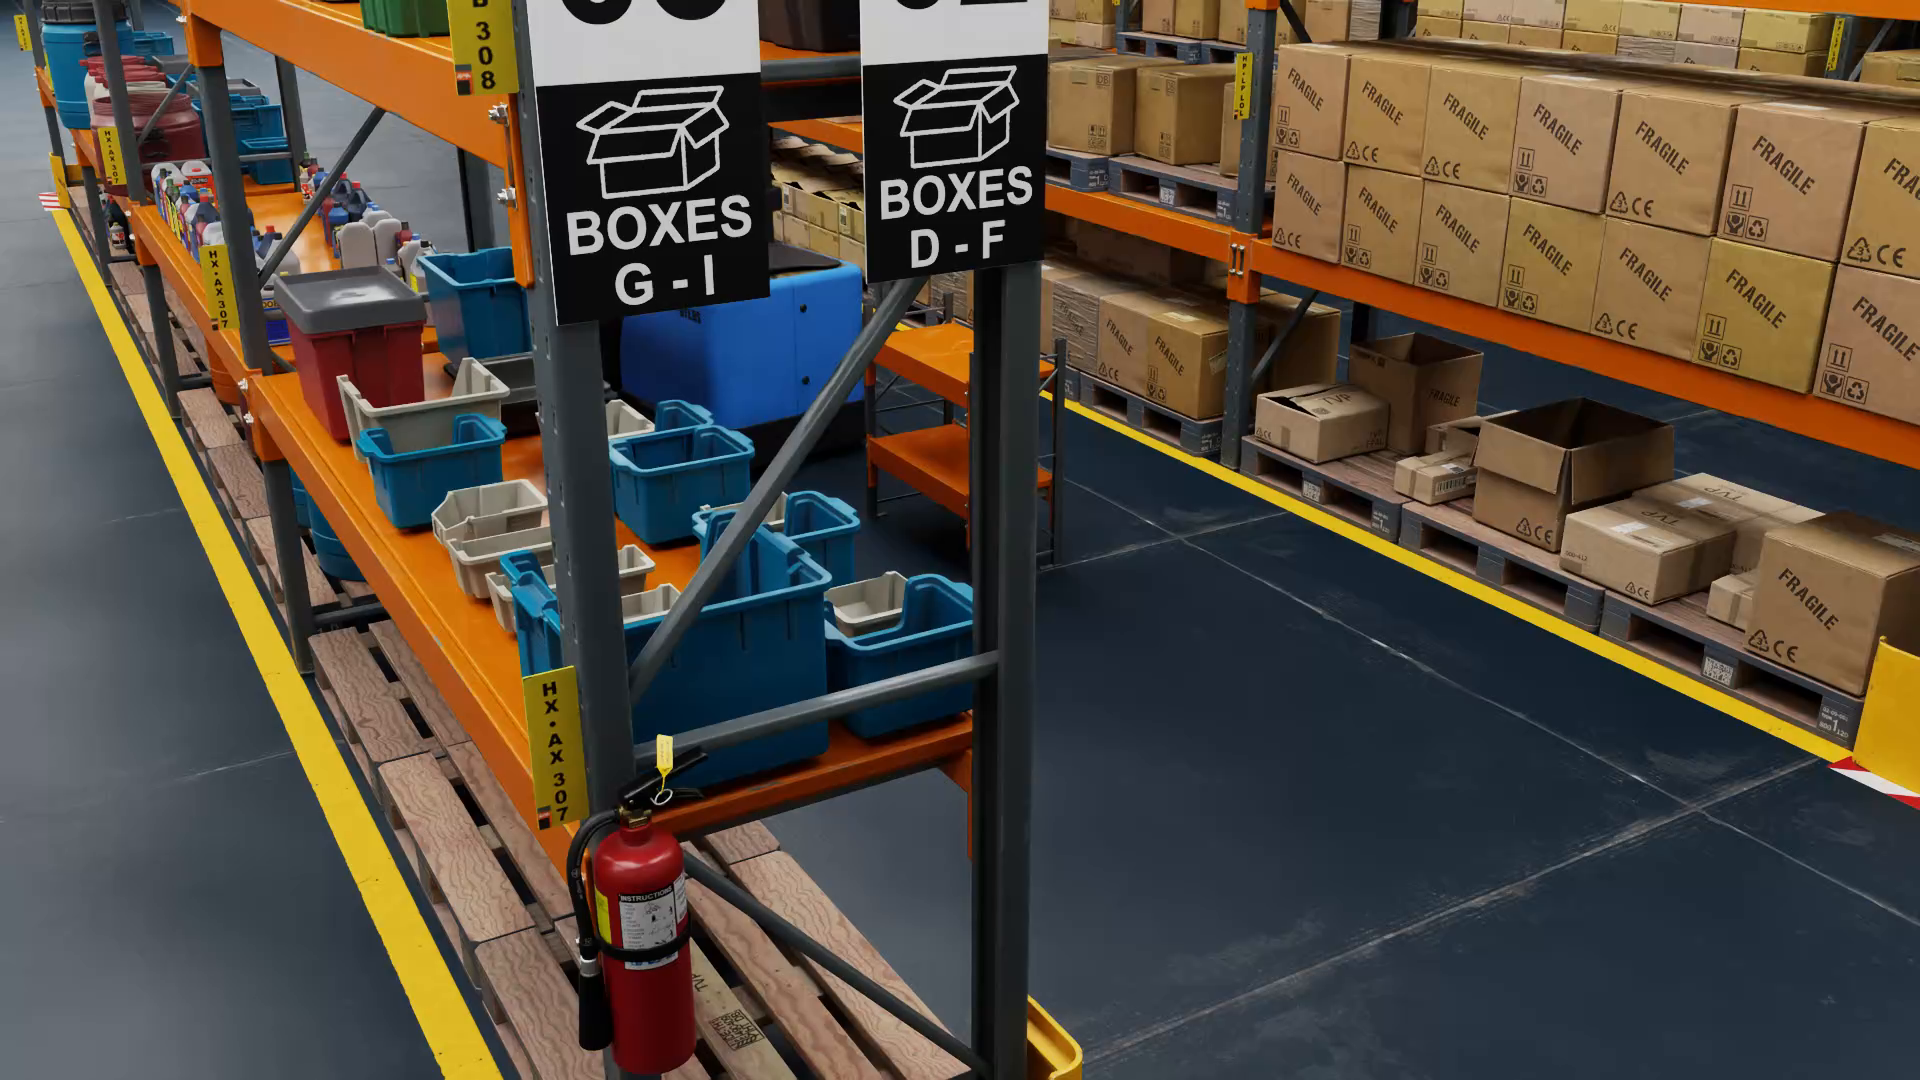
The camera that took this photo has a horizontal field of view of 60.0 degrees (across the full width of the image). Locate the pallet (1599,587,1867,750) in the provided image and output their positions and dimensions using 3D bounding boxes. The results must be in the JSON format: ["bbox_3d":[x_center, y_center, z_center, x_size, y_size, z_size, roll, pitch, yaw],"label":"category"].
[{"bbox_3d":[3.516,0.417,7.005,1.003,0.211,1.213,-13,25,-28],"label":"pallet"}]

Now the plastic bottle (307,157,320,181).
[{"bbox_3d":[-3.692,-2.053,9.533,0.061,0.283,0.133,-13,25,-28],"label":"plastic bottle"}]

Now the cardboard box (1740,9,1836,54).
[{"bbox_3d":[5.718,-3.484,11.348,0.500,0.250,0.500,-12,25,-27],"label":"cardboard box"}]

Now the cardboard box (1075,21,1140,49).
[{"bbox_3d":[1.588,-5.465,17.947,0.500,0.250,0.500,-13,25,-28],"label":"cardboard box"}]

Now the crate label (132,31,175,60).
[{"bbox_3d":[-7.297,-4.292,14.842,0.502,0.435,0.616,-13,25,-28],"label":"crate label"}]

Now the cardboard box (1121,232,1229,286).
[{"bbox_3d":[1.372,-1.807,10.514,0.500,0.250,0.500,-13,25,-28],"label":"cardboard box"}]

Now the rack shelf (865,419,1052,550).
[{"bbox_3d":[0.003,-0.292,8.186,0.538,0.278,1.000,-13,25,-28],"label":"rack shelf"}]

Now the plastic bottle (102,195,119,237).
[{"bbox_3d":[-7.101,-2.717,13.946,0.144,0.351,0.185,-14,26,-31],"label":"plastic bottle"}]

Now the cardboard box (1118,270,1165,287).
[{"bbox_3d":[1.352,-1.470,10.680,0.500,0.500,0.500,-12,25,-28],"label":"cardboard box"}]

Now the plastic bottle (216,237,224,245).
[{"bbox_3d":[-3.264,-1.225,7.506,0.152,0.276,0.135,-13,25,-28],"label":"plastic bottle"}]

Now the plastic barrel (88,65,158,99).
[{"bbox_3d":[-5.752,-2.999,11.525,0.433,0.535,0.433,0,22,0],"label":"plastic barrel"}]

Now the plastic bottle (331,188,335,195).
[{"bbox_3d":[-3.400,-1.816,9.060,0.097,0.201,0.097,0,22,0],"label":"plastic bottle"}]

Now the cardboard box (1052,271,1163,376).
[{"bbox_3d":[0.921,-1.361,10.413,0.500,0.500,0.500,-12,25,-28],"label":"cardboard box"}]

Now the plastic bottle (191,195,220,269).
[{"bbox_3d":[-3.654,-1.504,8.093,0.144,0.351,0.185,-13,25,-28],"label":"plastic bottle"}]

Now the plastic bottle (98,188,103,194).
[{"bbox_3d":[-7.586,-2.970,14.673,0.097,0.271,0.097,0,22,0],"label":"plastic bottle"}]

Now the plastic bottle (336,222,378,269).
[{"bbox_3d":[-2.853,-1.371,7.867,0.152,0.276,0.135,-13,25,-28],"label":"plastic bottle"}]

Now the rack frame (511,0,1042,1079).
[{"bbox_3d":[-0.300,0.360,3.442,0.949,2.616,0.053,-13,25,-28],"label":"rack frame"}]

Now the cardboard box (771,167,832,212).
[{"bbox_3d":[-1.383,-2.978,14.004,0.500,0.311,0.500,-12,25,-27],"label":"cardboard box"}]

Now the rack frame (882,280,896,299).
[{"bbox_3d":[-0.123,-3.182,12.156,1.000,3.000,0.127,-13,25,-28],"label":"rack frame"}]

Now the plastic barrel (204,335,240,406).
[{"bbox_3d":[-4.119,-1.264,9.763,0.600,0.830,0.708,-13,25,-28],"label":"plastic barrel"}]

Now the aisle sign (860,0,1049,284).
[{"bbox_3d":[-0.005,-0.879,3.037,0.394,0.787,0.004,-13,25,-28],"label":"aisle sign"}]

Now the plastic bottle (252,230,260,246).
[{"bbox_3d":[-3.235,-1.296,7.688,0.097,0.271,0.097,0,22,0],"label":"plastic bottle"}]

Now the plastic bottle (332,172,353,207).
[{"bbox_3d":[-3.181,-1.729,8.647,0.144,0.351,0.185,-13,25,-28],"label":"plastic bottle"}]

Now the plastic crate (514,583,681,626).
[{"bbox_3d":[-0.869,0.225,4.046,0.396,0.136,0.243,-13,25,-28],"label":"plastic crate"}]

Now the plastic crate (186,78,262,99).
[{"bbox_3d":[-4.946,-2.842,11.234,0.402,0.464,0.583,-13,25,-28],"label":"plastic crate"}]

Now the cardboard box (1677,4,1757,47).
[{"bbox_3d":[5.465,-3.651,11.760,0.500,0.250,0.500,-12,25,-27],"label":"cardboard box"}]

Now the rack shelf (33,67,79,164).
[{"bbox_3d":[-7.448,-3.839,14.729,1.077,0.370,4.000,-13,25,-28],"label":"rack shelf"}]

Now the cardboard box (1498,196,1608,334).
[{"bbox_3d":[2.725,-1.224,7.206,0.500,0.500,0.500,-13,25,-29],"label":"cardboard box"}]

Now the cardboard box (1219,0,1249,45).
[{"bbox_3d":[2.963,-5.120,16.207,0.700,0.500,0.500,-9,24,-21],"label":"cardboard box"}]

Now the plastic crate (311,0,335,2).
[{"bbox_3d":[-1.566,-1.529,4.456,0.437,0.136,0.530,-13,25,-28],"label":"plastic crate"}]

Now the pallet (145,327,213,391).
[{"bbox_3d":[-4.746,-1.197,10.975,1.003,0.211,1.213,-13,25,-28],"label":"pallet"}]

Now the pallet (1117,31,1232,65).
[{"bbox_3d":[2.356,-5.066,17.047,1.003,0.211,1.213,-13,25,-28],"label":"pallet"}]

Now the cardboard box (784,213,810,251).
[{"bbox_3d":[-1.122,-2.555,13.709,0.500,0.250,0.500,-12,25,-27],"label":"cardboard box"}]

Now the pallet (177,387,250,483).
[{"bbox_3d":[-3.945,-0.691,9.732,1.003,0.211,1.213,-13,25,-28],"label":"pallet"}]

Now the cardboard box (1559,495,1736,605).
[{"bbox_3d":[3.014,0.036,7.307,0.500,0.250,0.500,-13,25,-28],"label":"cardboard box"}]

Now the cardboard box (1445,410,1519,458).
[{"bbox_3d":[2.838,-0.472,8.477,0.500,0.311,0.500,-13,25,-28],"label":"cardboard box"}]

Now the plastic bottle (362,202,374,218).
[{"bbox_3d":[-2.926,-1.548,8.307,0.097,0.271,0.097,0,22,0],"label":"plastic bottle"}]

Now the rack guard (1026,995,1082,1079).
[{"bbox_3d":[-0.273,1.523,3.901,1.175,0.500,0.348,-13,25,-28],"label":"rack guard"}]

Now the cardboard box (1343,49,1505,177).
[{"bbox_3d":[2.183,-2.023,7.844,0.500,0.500,0.500,-13,26,-30],"label":"cardboard box"}]

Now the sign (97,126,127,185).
[{"bbox_3d":[-4.853,-2.198,9.518,0.100,0.325,0.005,-13,25,-28],"label":"sign"}]

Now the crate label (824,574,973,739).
[{"bbox_3d":[-0.140,0.266,3.816,0.416,0.233,0.303,-13,25,-28],"label":"crate label"}]

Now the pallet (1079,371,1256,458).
[{"bbox_3d":[1.472,-0.851,10.125,1.003,0.211,1.213,-13,25,-28],"label":"pallet"}]

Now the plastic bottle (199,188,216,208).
[{"bbox_3d":[-4.106,-1.816,9.060,0.097,0.201,0.097,0,22,0],"label":"plastic bottle"}]

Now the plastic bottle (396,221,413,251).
[{"bbox_3d":[-2.614,-1.370,7.852,0.061,0.283,0.133,-13,25,-28],"label":"plastic bottle"}]

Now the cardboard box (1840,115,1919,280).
[{"bbox_3d":[3.500,-1.193,5.802,0.500,0.500,0.500,-13,25,-29],"label":"cardboard box"}]

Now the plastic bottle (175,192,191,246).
[{"bbox_3d":[-3.982,-1.658,8.578,0.097,0.271,0.097,0,22,0],"label":"plastic bottle"}]

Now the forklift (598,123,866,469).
[{"bbox_3d":[-1.850,-2.197,9.825,1.130,2.935,3.031,-17,28,-36],"label":"forklift"}]

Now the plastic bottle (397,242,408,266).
[{"bbox_3d":[-2.571,-1.291,7.767,0.097,0.201,0.097,0,22,0],"label":"plastic bottle"}]

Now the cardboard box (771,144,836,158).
[{"bbox_3d":[-1.442,-3.414,15.076,0.500,0.311,0.500,-12,25,-27],"label":"cardboard box"}]

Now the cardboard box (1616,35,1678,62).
[{"bbox_3d":[5.206,-3.463,12.293,0.500,0.500,0.500,-13,25,-28],"label":"cardboard box"}]

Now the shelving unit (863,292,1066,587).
[{"bbox_3d":[0.003,-0.519,8.094,0.538,1.125,1.048,-13,25,-28],"label":"shelving unit"}]

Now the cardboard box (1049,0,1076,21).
[{"bbox_3d":[1.323,-5.972,18.197,0.500,0.500,0.500,-13,25,-29],"label":"cardboard box"}]

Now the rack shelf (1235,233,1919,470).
[{"bbox_3d":[2.942,-0.906,7.513,1.077,0.370,4.000,-13,25,-28],"label":"rack shelf"}]

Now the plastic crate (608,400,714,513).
[{"bbox_3d":[-0.966,-0.257,5.104,0.416,0.233,0.300,-13,25,-28],"label":"plastic crate"}]

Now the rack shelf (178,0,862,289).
[{"bbox_3d":[-1.319,-1.344,4.607,1.077,0.370,4.000,-13,25,-28],"label":"rack shelf"}]

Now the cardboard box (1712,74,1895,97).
[{"bbox_3d":[3.439,-1.627,6.869,0.500,0.500,0.500,-12,25,-28],"label":"cardboard box"}]

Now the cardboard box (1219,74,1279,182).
[{"bbox_3d":[1.870,-2.324,9.355,0.500,0.500,0.700,17,28,36],"label":"cardboard box"}]

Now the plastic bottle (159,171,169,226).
[{"bbox_3d":[-4.312,-1.859,9.056,0.061,0.283,0.133,-13,25,-28],"label":"plastic bottle"}]
